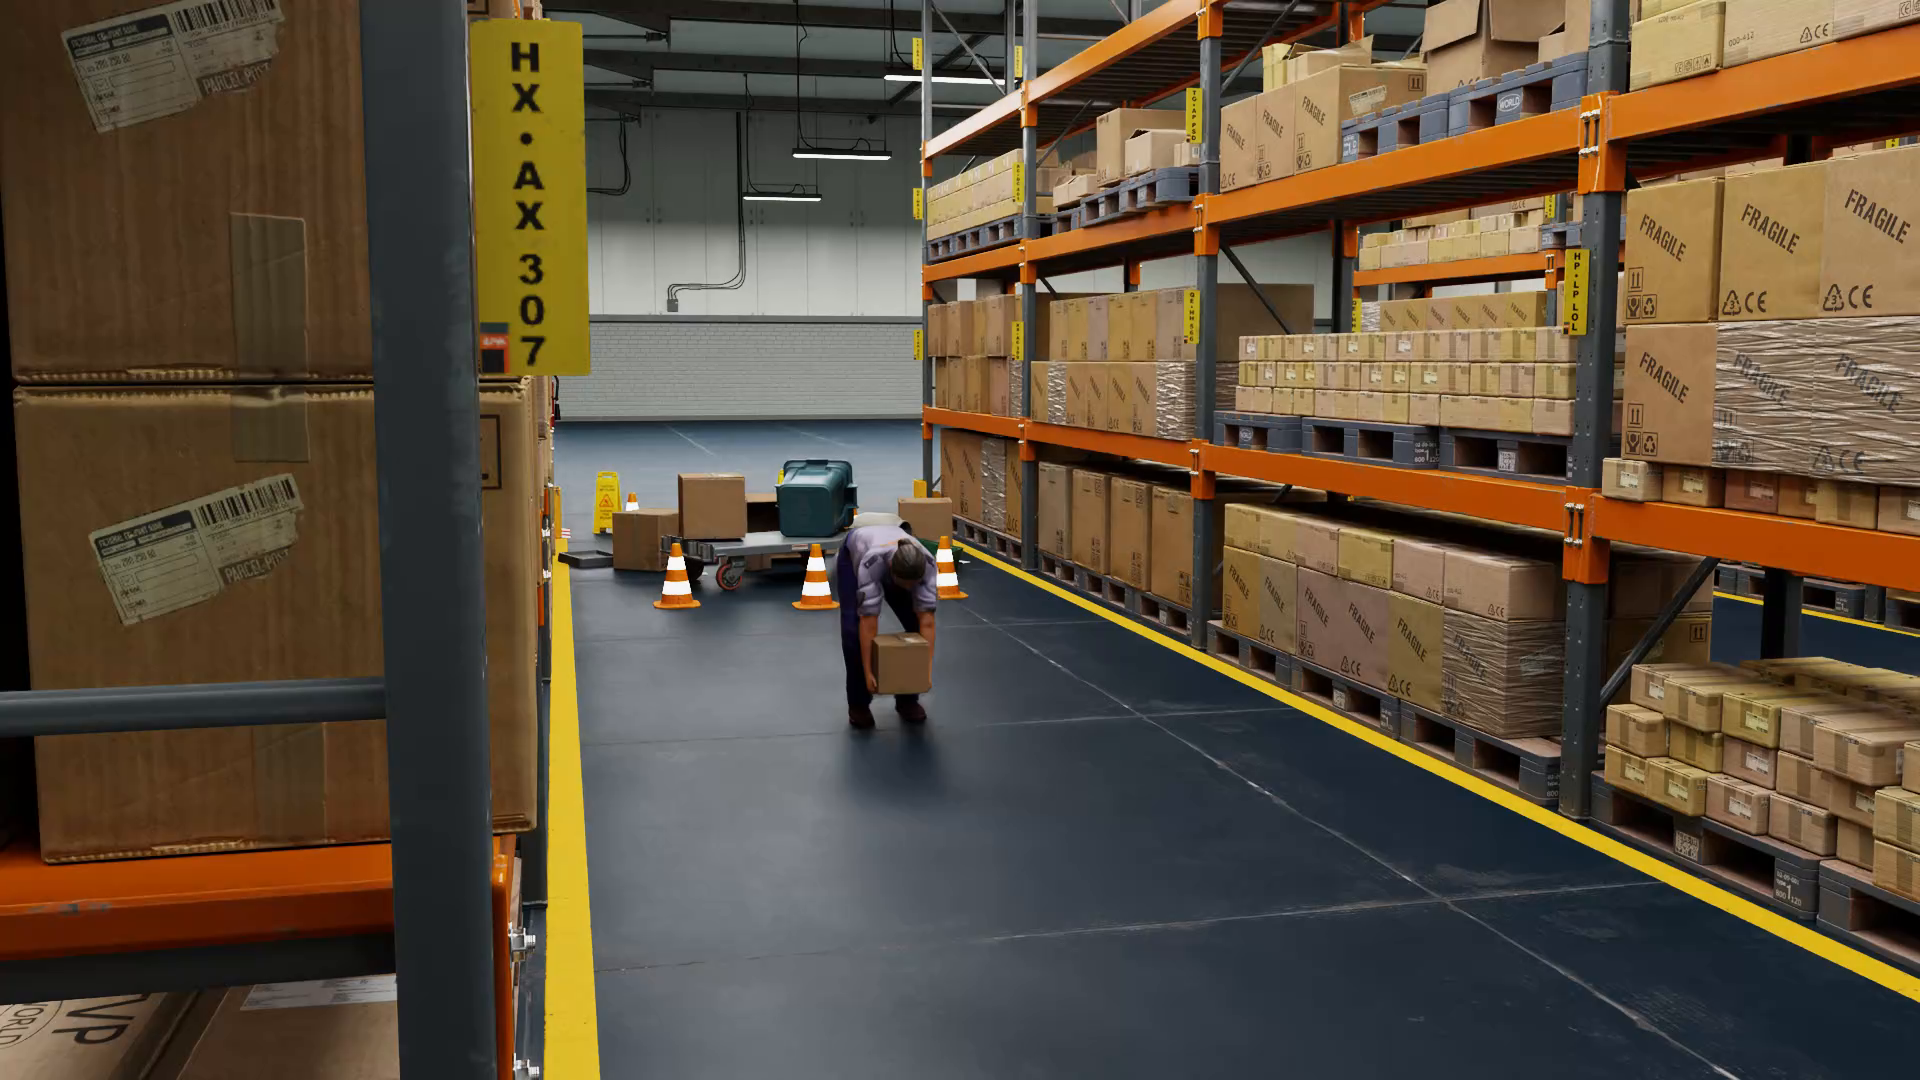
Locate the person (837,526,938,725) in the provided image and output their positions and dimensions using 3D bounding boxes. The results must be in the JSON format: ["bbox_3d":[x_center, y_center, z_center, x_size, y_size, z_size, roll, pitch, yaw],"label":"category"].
[{"bbox_3d":[-0.337,0.442,8.255,0.468,0.989,0.855,-2,6,-16],"label":"person"}]
